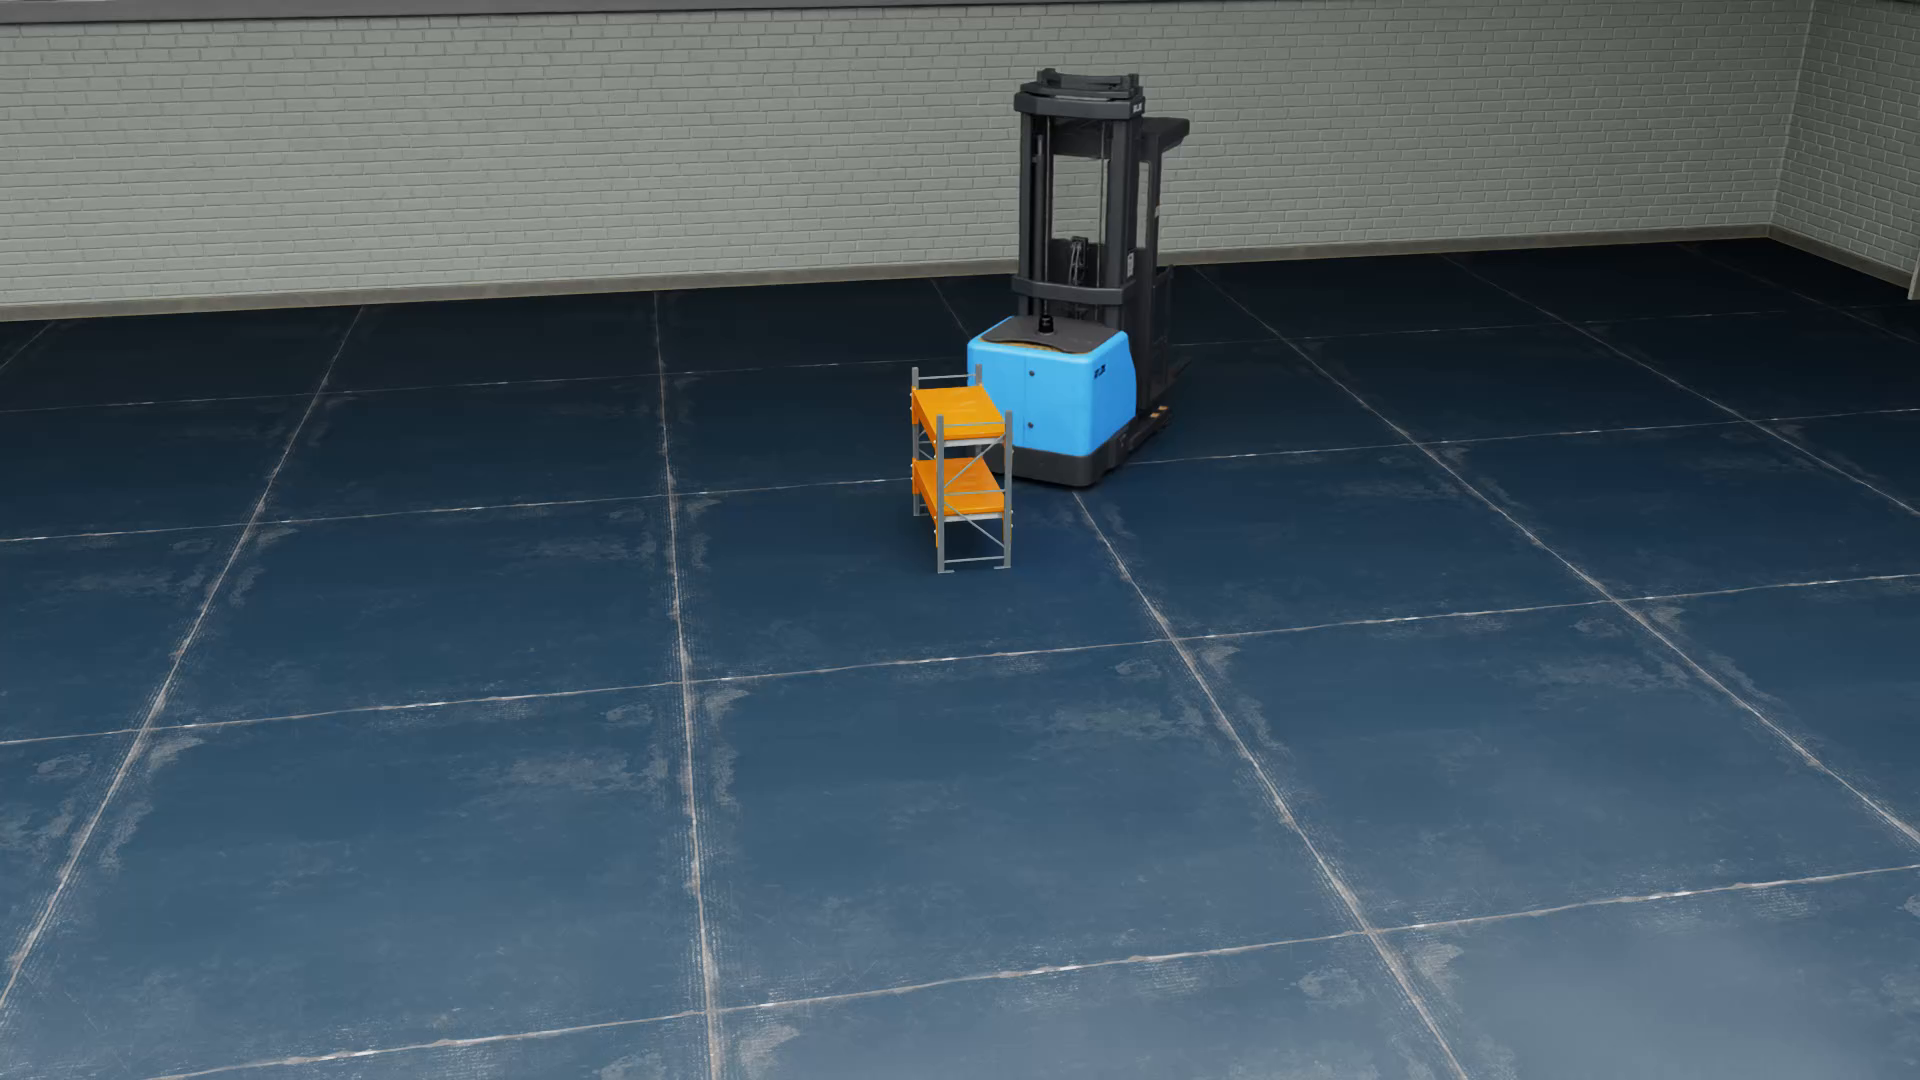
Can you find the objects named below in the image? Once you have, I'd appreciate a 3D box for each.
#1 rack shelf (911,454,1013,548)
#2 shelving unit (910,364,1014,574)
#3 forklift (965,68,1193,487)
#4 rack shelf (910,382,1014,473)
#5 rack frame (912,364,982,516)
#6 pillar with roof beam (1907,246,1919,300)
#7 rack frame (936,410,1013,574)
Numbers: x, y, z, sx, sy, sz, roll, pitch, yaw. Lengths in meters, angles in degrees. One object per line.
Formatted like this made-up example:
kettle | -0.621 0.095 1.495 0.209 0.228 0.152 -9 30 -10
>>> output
rack shelf | 0.001 -0.289 11.617 0.538 0.278 1.000 -4 24 -10
shelving unit | 0.001 -0.513 11.519 0.538 1.125 1.048 -4 24 -10
forklift | 1.135 -2.300 13.355 1.130 2.935 3.031 11 26 23
rack shelf | 0.001 -0.781 11.402 0.538 0.278 1.000 -4 24 -10
rack frame | -0.093 -0.713 11.977 0.500 1.125 0.032 -4 24 -10
pillar with roof beam | 5.986 -6.300 14.931 9.100 9.000 0.400 -4 24 -10
rack frame | 0.095 -0.313 11.061 0.500 1.125 0.032 -4 24 -10
